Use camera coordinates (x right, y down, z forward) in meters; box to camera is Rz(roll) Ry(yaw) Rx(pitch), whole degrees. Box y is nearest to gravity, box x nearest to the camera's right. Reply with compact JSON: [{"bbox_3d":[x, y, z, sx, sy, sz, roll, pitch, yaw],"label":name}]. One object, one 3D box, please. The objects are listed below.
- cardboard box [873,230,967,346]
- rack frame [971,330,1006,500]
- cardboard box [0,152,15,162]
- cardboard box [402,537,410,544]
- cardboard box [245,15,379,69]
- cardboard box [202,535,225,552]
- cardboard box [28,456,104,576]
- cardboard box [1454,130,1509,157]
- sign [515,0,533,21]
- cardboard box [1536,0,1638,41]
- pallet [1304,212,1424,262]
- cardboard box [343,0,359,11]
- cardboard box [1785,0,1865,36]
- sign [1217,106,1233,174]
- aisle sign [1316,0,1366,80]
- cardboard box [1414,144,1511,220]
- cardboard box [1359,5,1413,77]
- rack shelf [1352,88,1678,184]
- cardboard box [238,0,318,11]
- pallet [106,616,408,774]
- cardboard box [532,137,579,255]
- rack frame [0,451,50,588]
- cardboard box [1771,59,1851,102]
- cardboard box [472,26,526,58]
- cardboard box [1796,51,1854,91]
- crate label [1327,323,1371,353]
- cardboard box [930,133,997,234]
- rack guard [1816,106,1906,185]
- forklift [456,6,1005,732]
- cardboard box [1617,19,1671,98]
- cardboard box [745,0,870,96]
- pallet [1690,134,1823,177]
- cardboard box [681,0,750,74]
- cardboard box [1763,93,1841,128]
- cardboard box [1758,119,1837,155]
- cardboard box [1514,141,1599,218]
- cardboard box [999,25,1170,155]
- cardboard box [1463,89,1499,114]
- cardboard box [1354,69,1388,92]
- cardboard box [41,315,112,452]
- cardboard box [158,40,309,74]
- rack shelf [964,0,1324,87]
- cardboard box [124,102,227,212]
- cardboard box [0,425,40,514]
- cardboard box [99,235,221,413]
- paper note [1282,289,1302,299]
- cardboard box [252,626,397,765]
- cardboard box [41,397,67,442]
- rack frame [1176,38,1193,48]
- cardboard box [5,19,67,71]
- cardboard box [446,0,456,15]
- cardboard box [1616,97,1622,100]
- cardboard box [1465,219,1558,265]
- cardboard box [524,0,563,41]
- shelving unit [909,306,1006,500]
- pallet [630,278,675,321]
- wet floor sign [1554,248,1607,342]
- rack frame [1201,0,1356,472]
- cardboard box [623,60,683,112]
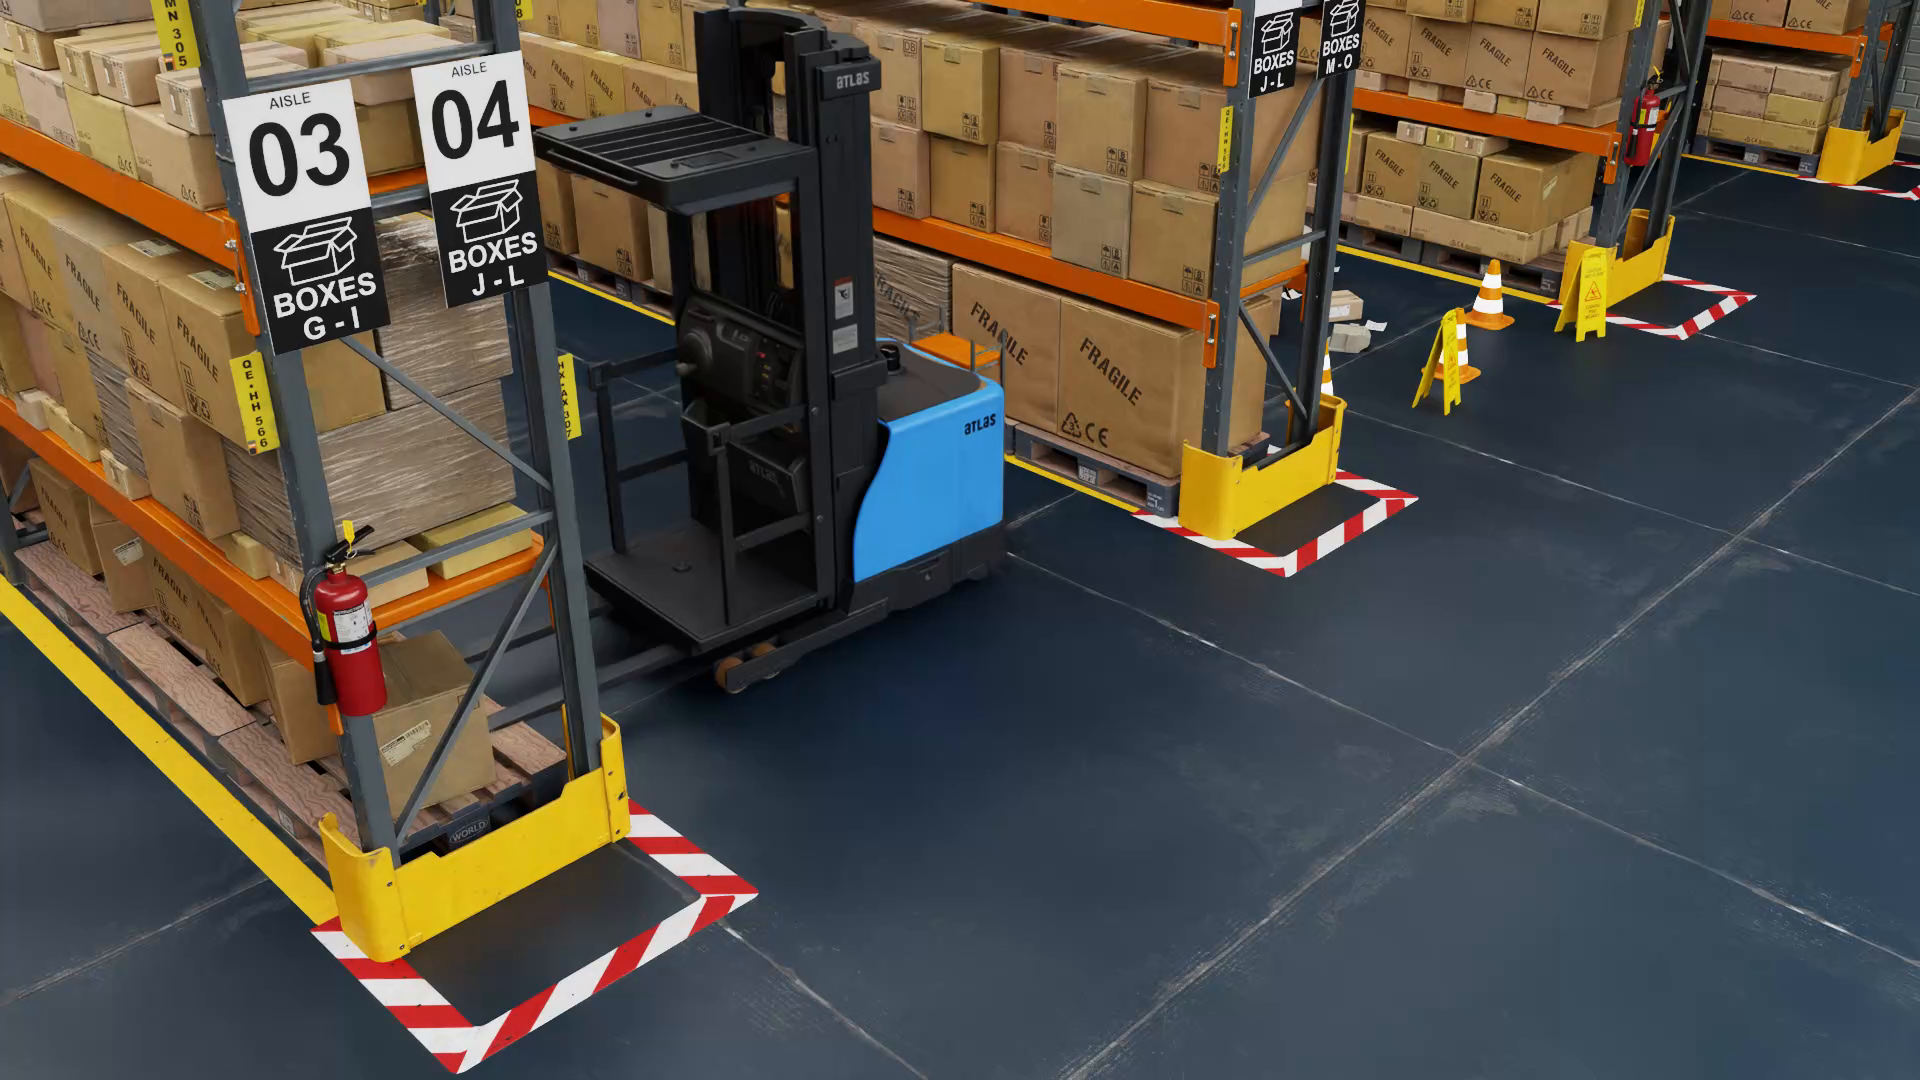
[{"bbox_3d":[-0.084,-1.597,10.897,0.875,0.875,0.875,25,37,39],"label":"cardboard box"},{"bbox_3d":[0.149,-0.542,8.991,0.240,1.200,0.015,-23,35,-37],"label":"rack frame"},{"bbox_3d":[-4.178,-1.485,7.349,0.500,0.500,0.500,25,36,38],"label":"cardboard box"},{"bbox_3d":[-2.027,-0.104,6.494,0.250,0.149,0.380,25,36,38],"label":"cardboard box"},{"bbox_3d":[-2.244,-1.718,5.803,0.250,0.149,0.380,24,36,38],"label":"cardboard box"},{"bbox_3d":[-2.734,-0.101,6.490,0.250,0.149,0.380,25,36,38],"label":"cardboard box"},{"bbox_3d":[-4.421,-0.196,8.634,0.500,0.500,0.500,23,36,37],"label":"cardboard box"},{"bbox_3d":[4.059,-3.104,12.931,0.380,0.149,0.250,-24,36,-38],"label":"cardboard box"},{"bbox_3d":[-1.446,-1.850,5.382,0.005,0.325,0.100,25,36,38],"label":"sign"},{"bbox_3d":[4.605,-3.956,12.050,0.500,0.500,0.700,24,36,37],"label":"cardboard box"},{"bbox_3d":[3.647,-2.709,14.176,1.213,0.211,1.003,25,36,38],"label":"pallet"},{"bbox_3d":[-5.033,-4.566,14.210,0.380,0.149,0.250,-24,36,-38],"label":"cardboard box"},{"bbox_3d":[8.064,-5.010,15.447,0.500,0.500,0.500,24,36,37],"label":"cardboard box"},{"bbox_3d":[1.333,-2.010,8.351,0.005,0.325,0.100,25,36,38],"label":"sign"},{"bbox_3d":[1.984,-2.795,8.550,0.004,0.787,0.394,25,36,38],"label":"aisle sign"},{"bbox_3d":[3.993,-2.889,13.218,0.500,0.500,0.500,-24,36,-37],"label":"cardboard box"},{"bbox_3d":[3.485,-4.006,13.219,0.500,0.500,0.500,-25,37,-39],"label":"cardboard box"},{"bbox_3d":[3.696,-3.578,13.605,4.000,0.370,1.077,25,36,38],"label":"rack shelf"},{"bbox_3d":[-2.695,-2.254,6.126,0.500,0.500,0.500,24,36,38],"label":"cardboard box"},{"bbox_3d":[-3.300,0.580,7.921,1.213,0.211,1.003,25,36,38],"label":"pallet"},{"bbox_3d":[-2.984,-2.856,13.424,1.050,0.750,0.750,-25,36,-38],"label":"cardboard box"},{"bbox_3d":[-4.678,-1.260,8.424,0.127,3.000,1.000,25,36,38],"label":"rack frame"},{"bbox_3d":[8.052,-4.350,15.730,0.500,0.250,0.500,-24,36,-38],"label":"cardboard box"},{"bbox_3d":[-3.486,-3.822,13.187,0.500,0.500,0.500,24,36,38],"label":"cardboard box"},{"bbox_3d":[8.389,-4.523,16.058,0.500,0.250,0.500,24,36,38],"label":"cardboard box"},{"bbox_3d":[2.771,-1.446,11.852,0.298,0.136,0.250,7,29,13],"label":"crate label"},{"bbox_3d":[0.302,-2.296,10.233,0.500,0.550,0.875,25,36,38],"label":"cardboard box"},{"bbox_3d":[8.616,-3.778,15.898,0.348,0.500,1.175,25,36,38],"label":"rack guard"},{"bbox_3d":[-1.193,-0.846,7.710,3.031,2.935,1.130,-23,35,-36],"label":"forklift"},{"bbox_3d":[4.979,-3.666,12.573,0.500,0.500,0.500,24,36,38],"label":"cardboard box"},{"bbox_3d":[-0.890,-3.286,10.954,0.550,0.550,0.875,25,36,38],"label":"cardboard box"},{"bbox_3d":[8.025,-3.894,16.428,1.213,0.211,1.003,25,36,38],"label":"pallet"},{"bbox_3d":[-1.487,-3.520,11.540,0.500,0.500,0.700,24,36,38],"label":"cardboard box"},{"bbox_3d":[8.033,-4.138,15.862,0.500,0.250,0.500,24,36,38],"label":"cardboard box"},{"bbox_3d":[8.043,-3.910,15.965,0.500,0.250,0.500,25,37,39],"label":"cardboard box"},{"bbox_3d":[4.723,-2.907,13.253,0.500,0.500,0.500,23,36,37],"label":"cardboard box"},{"bbox_3d":[0.725,-2.623,9.694,0.550,0.550,0.875,25,36,38],"label":"cardboard box"},{"bbox_3d":[4.074,-3.394,12.752,0.380,0.149,0.250,-25,36,-38],"label":"cardboard box"},{"bbox_3d":[3.374,-3.735,13.400,0.250,0.149,0.380,24,36,38],"label":"cardboard box"},{"bbox_3d":[-3.314,-0.787,7.097,0.500,0.500,0.875,25,36,38],"label":"cardboard box"},{"bbox_3d":[-2.346,-1.504,5.396,0.250,0.149,0.380,23,36,37],"label":"cardboard box"},{"bbox_3d":[0.297,-3.230,9.720,4.000,0.370,1.077,25,36,38],"label":"rack shelf"},{"bbox_3d":[-2.348,-1.289,5.417,0.500,0.250,0.500,-24,36,-38],"label":"cardboard box"},{"bbox_3d":[-5.101,-0.556,9.298,0.500,0.500,0.700,21,34,35],"label":"cardboard box"},{"bbox_3d":[-2.752,-0.832,6.108,0.500,0.500,0.500,25,36,38],"label":"cardboard box"},{"bbox_3d":[2.552,-1.899,12.842,0.148,0.019,0.142,-13,30,-22],"label":"paper note"},{"bbox_3d":[-2.710,0.572,7.173,0.500,0.500,0.500,-15,31,-27],"label":"cardboard box"},{"bbox_3d":[-3.827,-0.579,7.399,0.250,0.149,0.380,25,36,38],"label":"cardboard box"},{"bbox_3d":[2.270,-4.549,14.678,0.127,3.000,1.000,25,36,38],"label":"rack frame"},{"bbox_3d":[-3.165,-1.807,5.973,0.250,0.149,0.380,22,35,36],"label":"cardboard box"},{"bbox_3d":[-4.185,-4.609,14.291,0.380,0.149,0.250,-23,36,-37],"label":"cardboard box"},{"bbox_3d":[5.025,-3.312,12.596,0.250,0.149,0.380,25,37,39],"label":"cardboard box"},{"bbox_3d":[4.340,-2.395,13.085,0.500,0.250,0.500,24,36,38],"label":"cardboard box"},{"bbox_3d":[-2.939,-4.184,12.803,0.500,0.500,0.700,24,36,38],"label":"cardboard box"},{"bbox_3d":[-0.016,-0.625,9.150,0.258,1.200,0.503,-23,35,-37],"label":"shelving unit"},{"bbox_3d":[-1.732,-1.866,12.572,1.213,0.211,1.003,25,36,38],"label":"pallet"},{"bbox_3d":[4.507,-1.785,11.951,0.267,0.644,0.232,-13,30,-22],"label":"wet floor sign"},{"bbox_3d":[1.724,-1.568,9.009,0.127,3.000,1.000,25,36,38],"label":"rack frame"},{"bbox_3d":[-2.048,-3.164,11.937,0.500,0.500,0.500,24,36,38],"label":"cardboard box"}]
